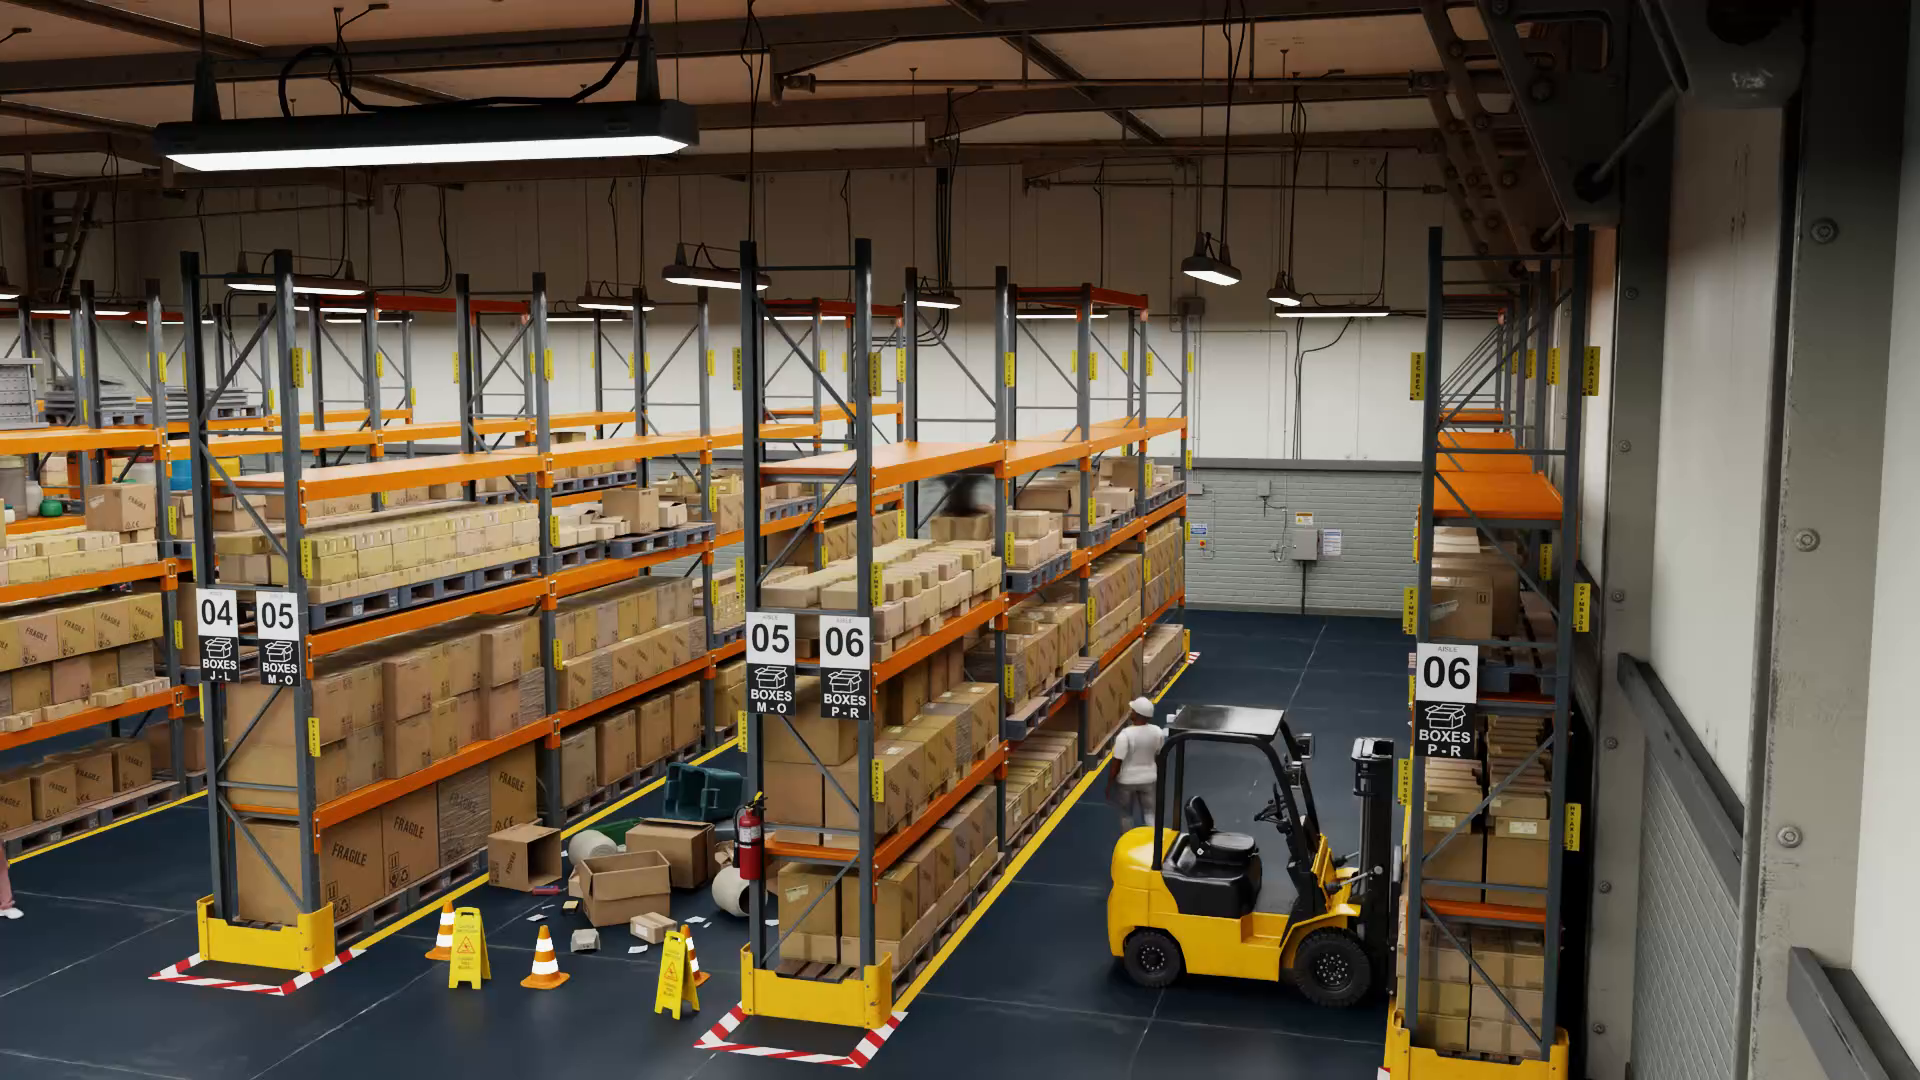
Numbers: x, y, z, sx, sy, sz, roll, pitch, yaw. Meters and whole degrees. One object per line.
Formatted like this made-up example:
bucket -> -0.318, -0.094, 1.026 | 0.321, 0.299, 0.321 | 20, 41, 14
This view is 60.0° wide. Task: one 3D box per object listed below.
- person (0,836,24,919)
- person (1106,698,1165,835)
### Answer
person -> -8.965, 2.650, 15.173 | 0.622, 1.660, 0.475 | 4, 8, 34
person -> 1.769, 2.439, 16.755 | 0.622, 1.745, 0.758 | -1, 6, -9
